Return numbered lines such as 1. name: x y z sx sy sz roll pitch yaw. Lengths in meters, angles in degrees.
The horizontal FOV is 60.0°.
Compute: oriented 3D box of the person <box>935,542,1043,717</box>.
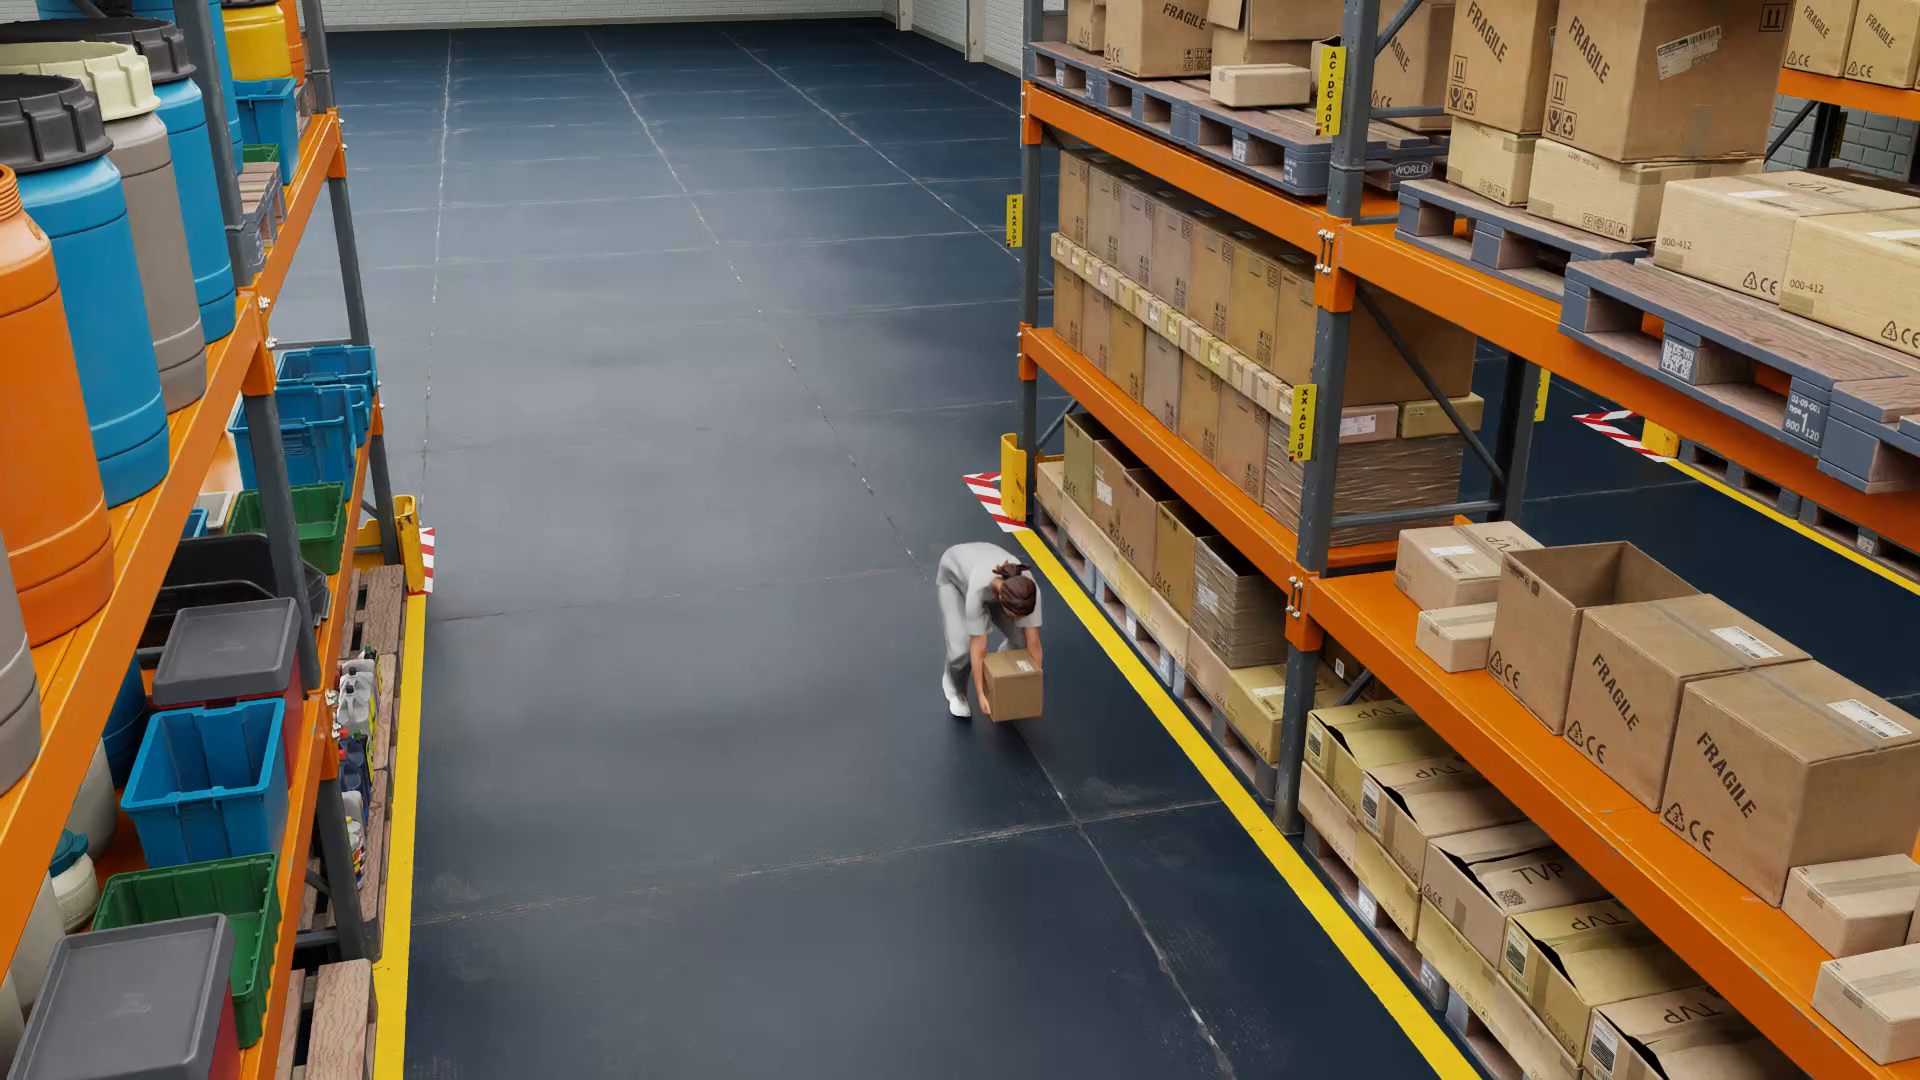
1. person: 0.159 0.471 8.387 0.475 0.973 0.865 -8 24 -18
